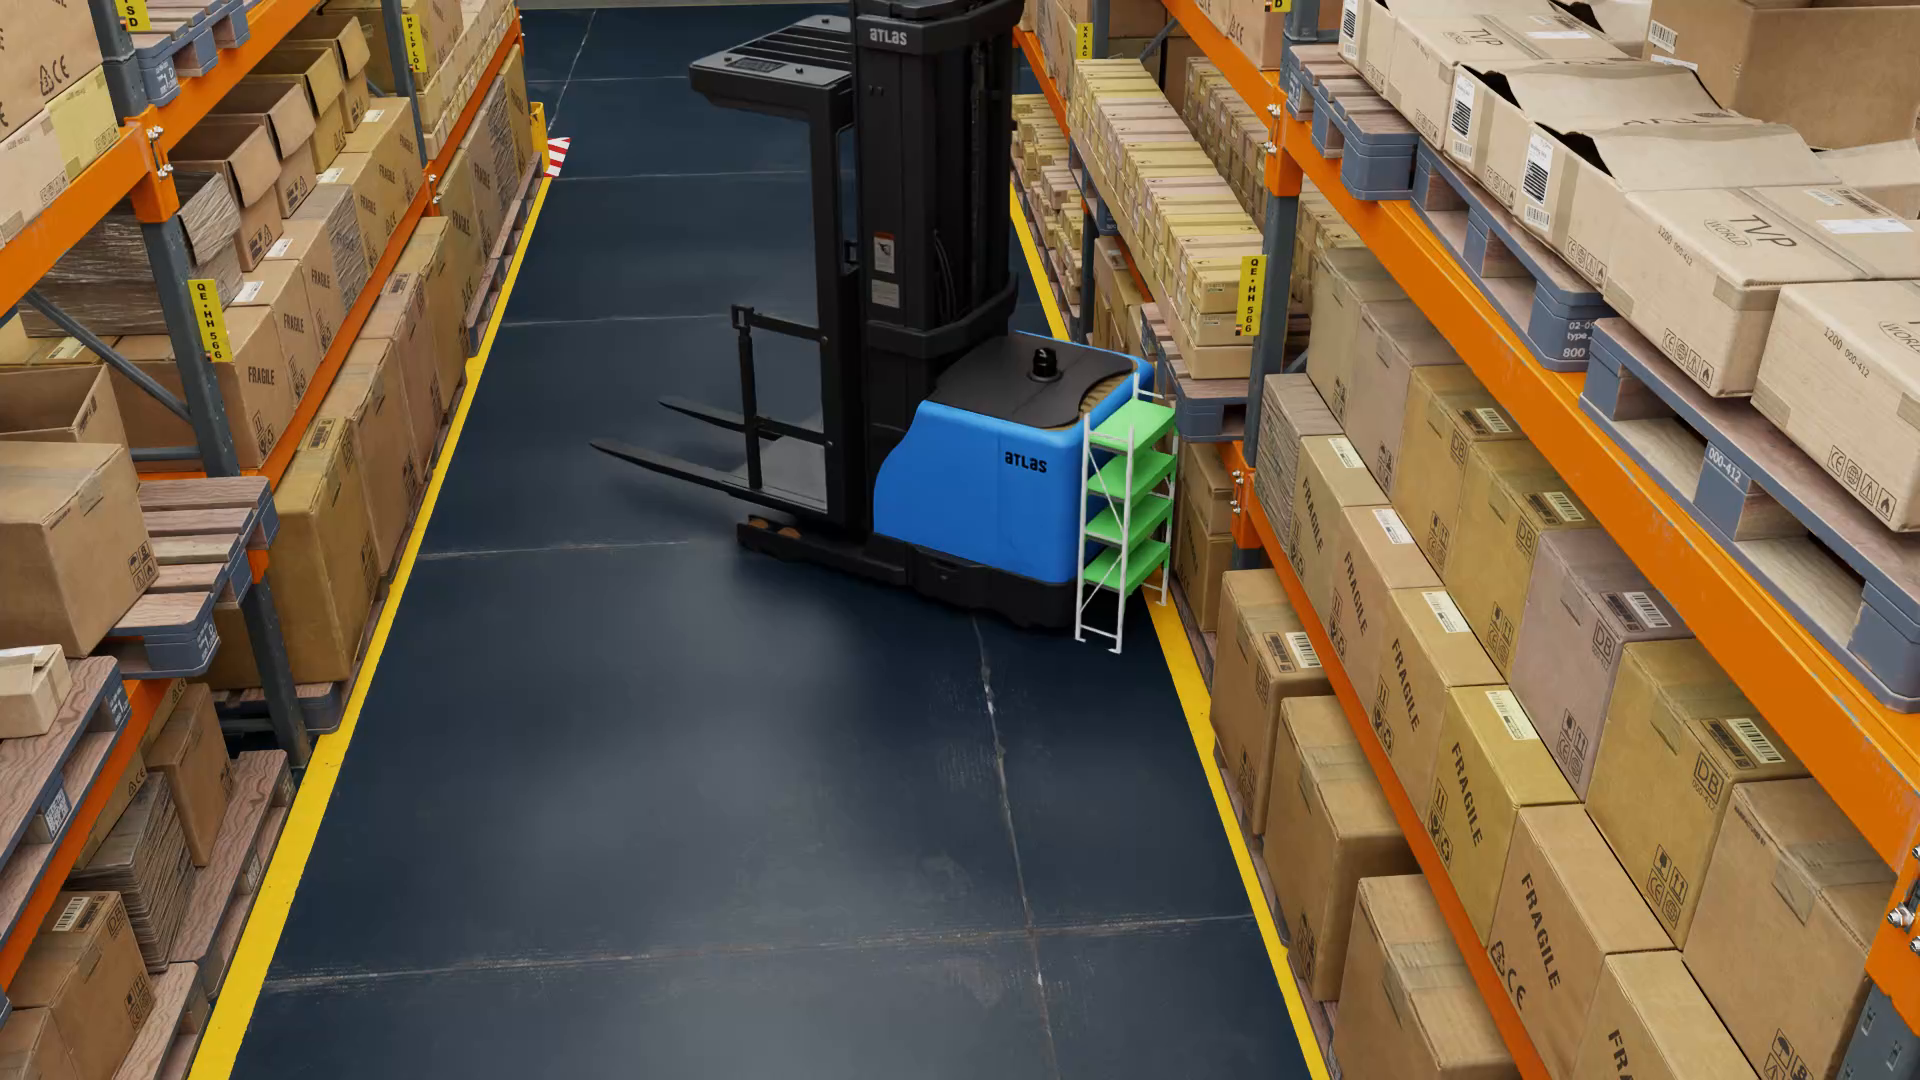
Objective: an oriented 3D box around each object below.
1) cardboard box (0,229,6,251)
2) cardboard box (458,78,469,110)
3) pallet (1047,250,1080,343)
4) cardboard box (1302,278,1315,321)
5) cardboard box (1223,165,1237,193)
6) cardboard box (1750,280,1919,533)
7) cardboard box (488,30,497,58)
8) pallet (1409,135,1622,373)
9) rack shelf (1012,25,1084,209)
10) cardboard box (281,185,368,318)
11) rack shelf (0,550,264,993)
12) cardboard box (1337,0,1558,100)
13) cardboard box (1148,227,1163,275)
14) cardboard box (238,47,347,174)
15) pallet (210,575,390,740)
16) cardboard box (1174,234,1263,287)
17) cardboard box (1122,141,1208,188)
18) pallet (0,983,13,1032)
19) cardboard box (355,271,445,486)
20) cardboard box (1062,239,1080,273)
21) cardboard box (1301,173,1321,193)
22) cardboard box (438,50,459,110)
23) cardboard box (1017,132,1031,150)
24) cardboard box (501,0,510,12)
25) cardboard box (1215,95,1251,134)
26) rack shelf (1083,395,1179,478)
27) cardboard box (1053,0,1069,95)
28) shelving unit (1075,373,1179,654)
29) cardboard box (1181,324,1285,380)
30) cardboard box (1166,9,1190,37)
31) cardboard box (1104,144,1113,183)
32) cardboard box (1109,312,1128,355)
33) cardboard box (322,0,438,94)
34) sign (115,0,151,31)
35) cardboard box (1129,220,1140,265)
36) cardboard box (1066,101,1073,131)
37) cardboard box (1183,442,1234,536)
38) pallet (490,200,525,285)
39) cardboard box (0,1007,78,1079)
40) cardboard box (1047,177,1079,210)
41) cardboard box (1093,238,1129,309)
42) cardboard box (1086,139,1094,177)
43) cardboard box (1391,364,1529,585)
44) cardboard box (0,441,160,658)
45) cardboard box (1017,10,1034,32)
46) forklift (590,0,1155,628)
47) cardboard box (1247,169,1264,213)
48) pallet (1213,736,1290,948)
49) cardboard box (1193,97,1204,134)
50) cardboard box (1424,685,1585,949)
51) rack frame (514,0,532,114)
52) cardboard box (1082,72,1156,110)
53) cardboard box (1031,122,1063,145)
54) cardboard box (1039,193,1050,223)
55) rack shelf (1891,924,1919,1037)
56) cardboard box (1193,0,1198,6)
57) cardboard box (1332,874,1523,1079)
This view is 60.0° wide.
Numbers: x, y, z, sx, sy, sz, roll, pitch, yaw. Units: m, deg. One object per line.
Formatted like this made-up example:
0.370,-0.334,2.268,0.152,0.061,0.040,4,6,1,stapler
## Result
-2.907,-0.794,4.375,0.500,0.250,0.500,-2,31,-3,cardboard box
-3.470,-2.945,11.000,0.380,0.149,0.250,-3,31,-5,cardboard box
1.177,-1.683,11.361,1.003,0.211,1.213,-3,31,-5,pallet
1.757,-1.082,7.471,0.380,0.149,0.250,-1,31,-2,cardboard box
1.610,-1.888,8.821,0.380,0.149,0.250,-4,31,-7,cardboard box
1.797,-0.254,2.964,0.500,0.250,0.500,-2,31,-4,cardboard box
-3.589,-3.600,12.096,0.380,0.149,0.250,-3,31,-6,cardboard box
1.869,-0.806,4.434,1.003,0.211,1.213,-1,31,-2,pallet
1.088,-3.251,11.969,1.077,0.370,4.000,-3,31,-5,rack shelf
-3.220,-1.394,8.062,0.500,0.500,0.500,-3,31,-4,cardboard box
-3.112,1.019,4.820,1.077,0.370,4.000,-3,31,-5,rack shelf
1.497,-1.589,5.140,0.500,0.311,0.500,-3,31,-5,cardboard box
1.072,-1.325,7.589,0.380,0.149,0.250,-3,31,-4,cardboard box
-3.552,-2.150,8.348,0.797,0.503,0.637,-2,31,-4,cardboard box
-3.298,0.481,7.740,1.003,0.211,1.213,-3,31,-5,pallet
1.125,-1.181,7.057,0.380,0.149,0.250,-3,31,-5,cardboard box
1.004,-1.846,8.170,0.380,0.149,0.250,-2,31,-3,cardboard box
-2.852,1.417,3.640,1.003,0.211,1.213,-3,31,-5,pallet
-3.509,-0.839,8.892,1.225,0.875,0.875,-4,31,-6,cardboard box
0.891,-1.906,11.096,0.380,0.149,0.250,-4,31,-7,cardboard box
1.701,-1.605,7.768,0.380,0.149,0.250,-1,31,-2,cardboard box
-3.498,-2.923,10.574,0.500,0.250,0.500,-3,31,-5,cardboard box
0.664,-3.243,13.334,0.380,0.149,0.250,-3,31,-5,cardboard box
-3.737,-4.223,12.752,0.500,0.250,0.500,-3,31,-5,cardboard box
1.580,-2.268,8.877,0.380,0.149,0.250,-3,31,-5,cardboard box
0.784,-0.474,7.562,0.258,0.148,0.480,18,35,27,rack shelf
0.901,-3.208,10.808,0.500,0.500,0.500,-4,31,-6,cardboard box
0.784,-0.117,7.776,0.258,1.200,0.503,18,35,27,shelving unit
1.145,-0.799,6.998,0.380,0.149,0.250,-2,31,-4,cardboard box
1.475,-3.381,10.122,0.500,0.500,0.500,-2,31,-3,cardboard box
0.957,-1.981,8.687,0.380,0.149,0.250,-2,31,-3,cardboard box
1.131,-0.986,9.503,0.500,0.500,0.500,-1,31,-2,cardboard box
-3.463,-2.995,9.963,0.500,0.500,0.500,-3,31,-5,cardboard box
-2.759,-1.845,5.485,0.100,0.325,0.005,-3,31,-5,sign
1.030,-1.454,8.094,0.380,0.149,0.250,-2,31,-3,cardboard box
0.882,-2.692,10.576,0.380,0.149,0.250,-4,31,-6,cardboard box
1.324,-0.262,7.561,0.500,0.250,0.500,-3,31,-6,cardboard box
-3.783,-2.172,12.180,1.003,0.211,1.213,-3,31,-5,pallet
-3.040,1.771,4.868,0.700,0.500,0.500,-5,31,-9,cardboard box
0.825,-2.445,11.709,0.380,0.149,0.250,-4,31,-7,cardboard box
1.081,-1.578,9.763,0.500,0.250,0.500,-4,31,-7,cardboard box
0.905,-2.119,9.208,0.380,0.149,0.250,-3,31,-4,cardboard box
1.779,-0.219,5.119,0.700,0.500,0.500,-3,31,-5,cardboard box
-3.057,0.020,5.284,0.700,0.500,0.500,2,31,3,cardboard box
0.642,-4.024,12.807,0.380,0.149,0.250,-4,31,-6,cardboard box
-0.572,-1.373,8.190,3.031,2.935,1.130,16,34,25,forklift
1.652,-1.748,8.297,0.380,0.149,0.250,-2,31,-3,cardboard box
1.647,1.107,6.691,1.003,0.211,1.213,-3,31,-5,pallet
1.534,-2.411,9.406,0.380,0.149,0.250,-3,31,-4,cardboard box
1.613,0.733,4.500,0.500,0.500,0.500,-2,31,-4,cardboard box
-4.047,-4.395,13.183,1.000,3.000,0.127,-3,31,-5,rack frame
0.886,-2.501,9.268,0.380,0.149,0.250,-2,31,-3,cardboard box
0.759,-3.116,12.833,0.380,0.149,0.250,-4,31,-7,cardboard box
0.789,-2.465,12.323,0.380,0.149,0.250,-3,31,-5,cardboard box
2.209,1.588,0.943,1.077,0.370,4.000,-3,31,-5,rack shelf
1.240,-2.617,7.183,0.500,0.500,0.500,-3,31,-5,cardboard box
1.788,1.526,5.054,1.050,0.750,0.750,-3,31,-5,cardboard box
